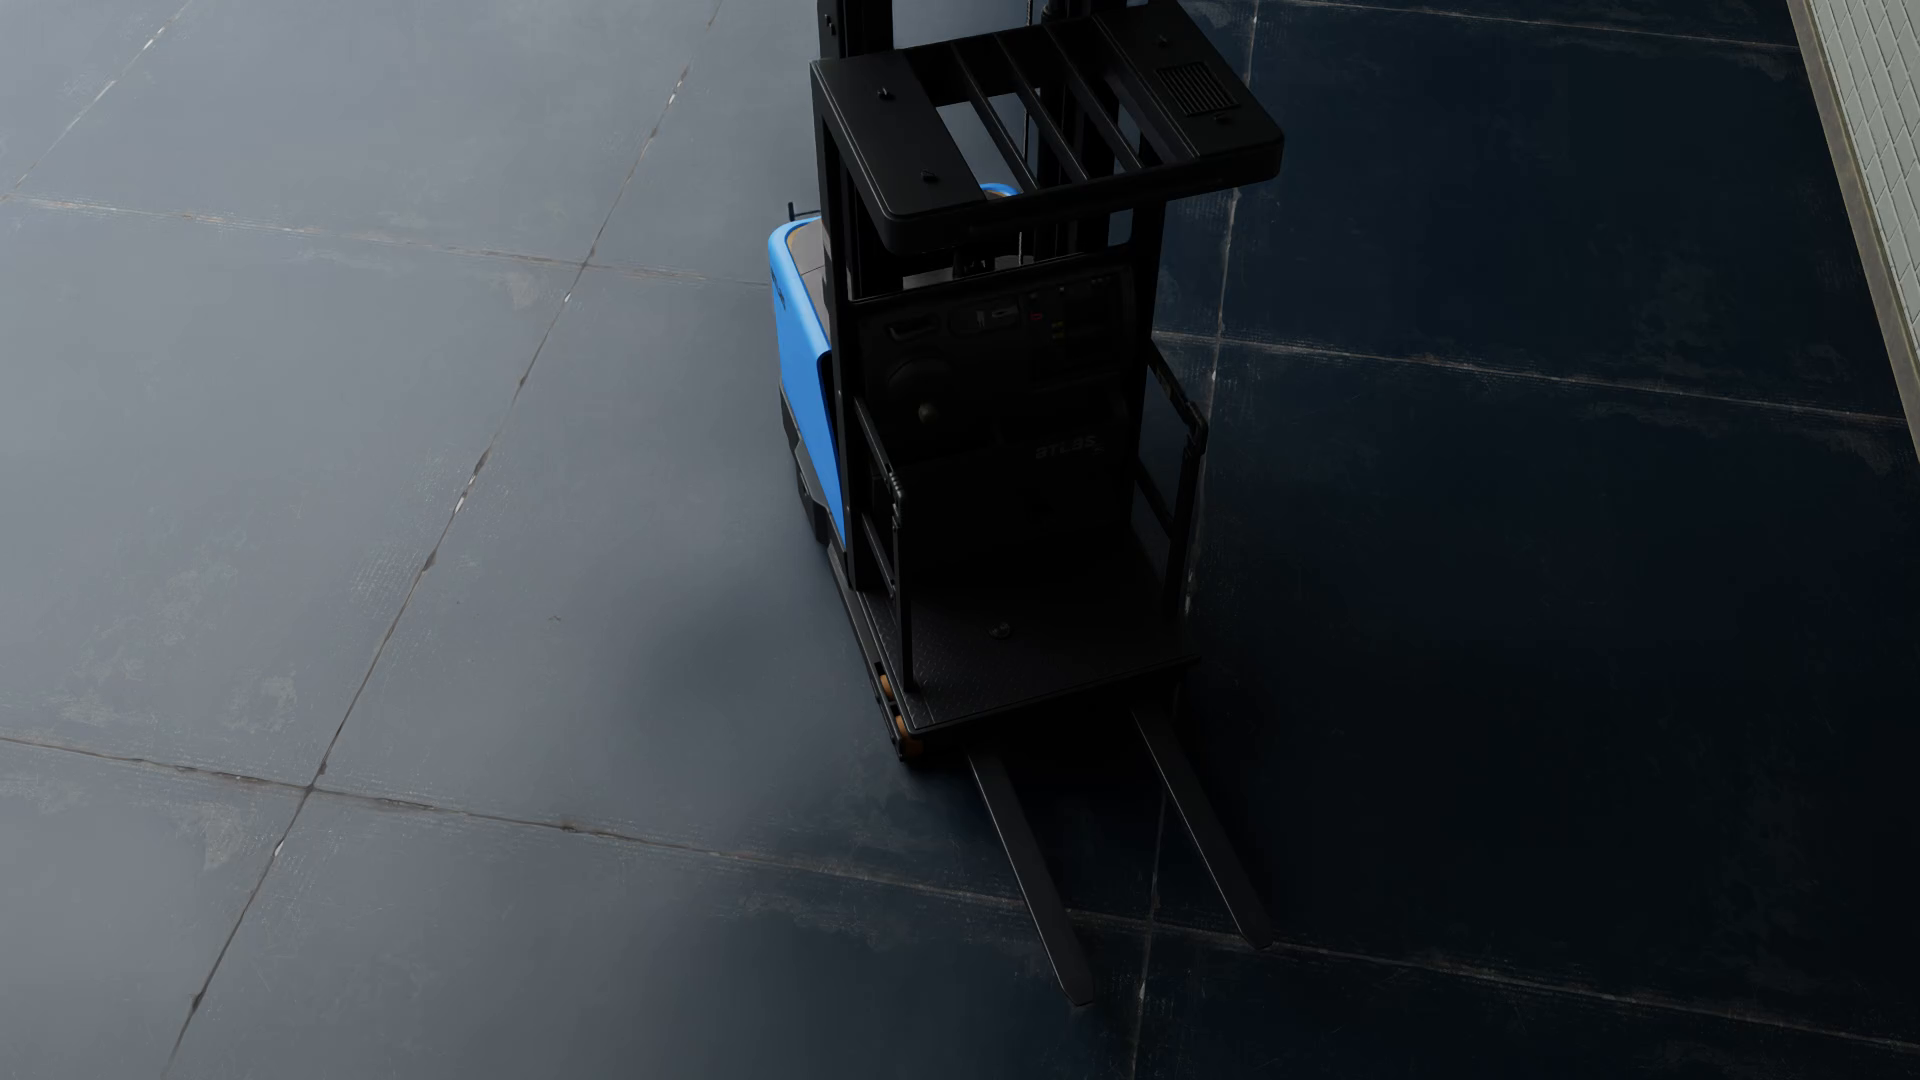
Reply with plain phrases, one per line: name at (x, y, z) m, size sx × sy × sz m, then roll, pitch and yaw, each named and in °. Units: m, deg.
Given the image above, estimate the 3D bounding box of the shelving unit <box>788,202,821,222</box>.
shelving unit at (-0.538, -0.996, 7.000) m, size 0.258 × 0.900 × 0.210 m, roll -14°, pitch 43°, yaw -12°

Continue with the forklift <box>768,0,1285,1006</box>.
forklift at (0.198, -0.539, 5.236) m, size 1.130 × 2.935 × 3.031 m, roll -14°, pitch 50°, yaw -12°

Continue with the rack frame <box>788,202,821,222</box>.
rack frame at (-0.570, -1.060, 7.072) m, size 0.240 × 0.900 × 0.006 m, roll -14°, pitch 43°, yaw -12°
